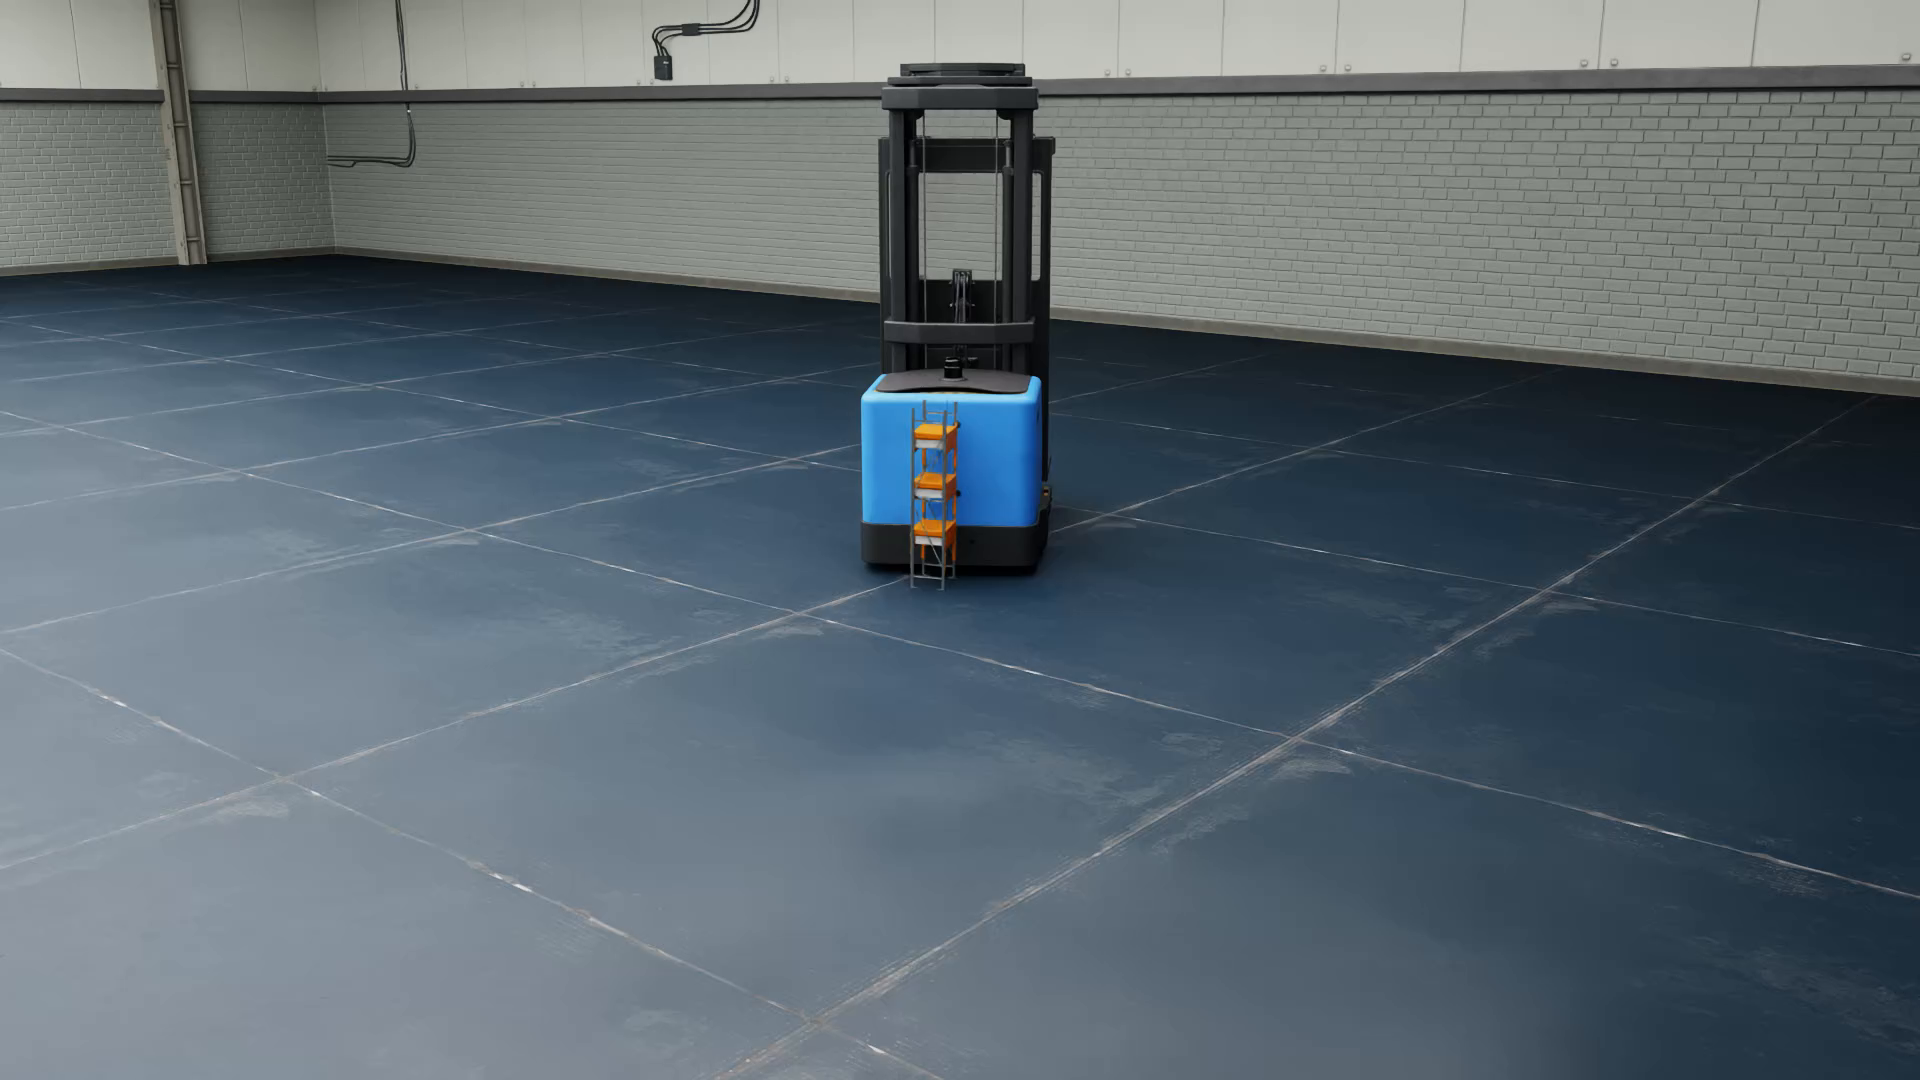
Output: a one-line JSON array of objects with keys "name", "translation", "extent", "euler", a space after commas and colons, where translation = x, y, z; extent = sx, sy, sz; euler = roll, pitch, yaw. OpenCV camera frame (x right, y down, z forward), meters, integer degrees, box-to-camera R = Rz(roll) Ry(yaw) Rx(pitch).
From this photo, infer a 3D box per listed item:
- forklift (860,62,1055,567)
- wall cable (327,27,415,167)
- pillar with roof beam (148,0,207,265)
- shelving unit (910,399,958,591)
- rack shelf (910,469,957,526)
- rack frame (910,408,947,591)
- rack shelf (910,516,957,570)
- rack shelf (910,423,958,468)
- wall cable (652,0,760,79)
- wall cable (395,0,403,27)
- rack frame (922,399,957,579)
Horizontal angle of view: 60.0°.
[{"name": "forklift", "translation": [0.053, -1.575, 10.870], "extent": [1.130, 2.935, 3.031], "euler": [1, 14, 5]}, {"name": "wall cable", "translation": [-11.260, -8.304, 31.341], "extent": [3.097, 2.526, 0.112], "euler": [11, 18, 38]}, {"name": "pillar with roof beam", "translation": [-10.791, -8.783, 26.921], "extent": [9.100, 9.000, 0.400], "euler": [11, 18, 38]}, {"name": "shelving unit", "translation": [-0.149, -0.255, 9.467], "extent": [0.215, 1.050, 0.252], "euler": [5, 17, 13]}, {"name": "rack shelf", "translation": [-0.149, -0.245, 9.470], "extent": [0.215, 0.259, 0.240], "euler": [5, 17, 13]}, {"name": "rack frame", "translation": [-0.179, -0.222, 9.353], "extent": [0.200, 1.050, 0.008], "euler": [5, 17, 13]}, {"name": "rack shelf", "translation": [-0.153, 0.022, 9.549], "extent": [0.215, 0.259, 0.240], "euler": [5, 17, 13]}, {"name": "rack shelf", "translation": [-0.146, -0.517, 9.390], "extent": [0.215, 0.259, 0.240], "euler": [5, 17, 13]}, {"name": "wall cable", "translation": [-3.886, -9.985, 24.745], "extent": [2.305, 6.003, 0.169], "euler": [11, 18, 38]}, {"name": "wall cable", "translation": [-9.156, -10.333, 29.071], "extent": [3.097, 2.526, 0.112], "euler": [11, 18, 38]}, {"name": "rack frame", "translation": [-0.120, -0.288, 9.581], "extent": [0.200, 1.050, 0.008], "euler": [5, 17, 13]}]
